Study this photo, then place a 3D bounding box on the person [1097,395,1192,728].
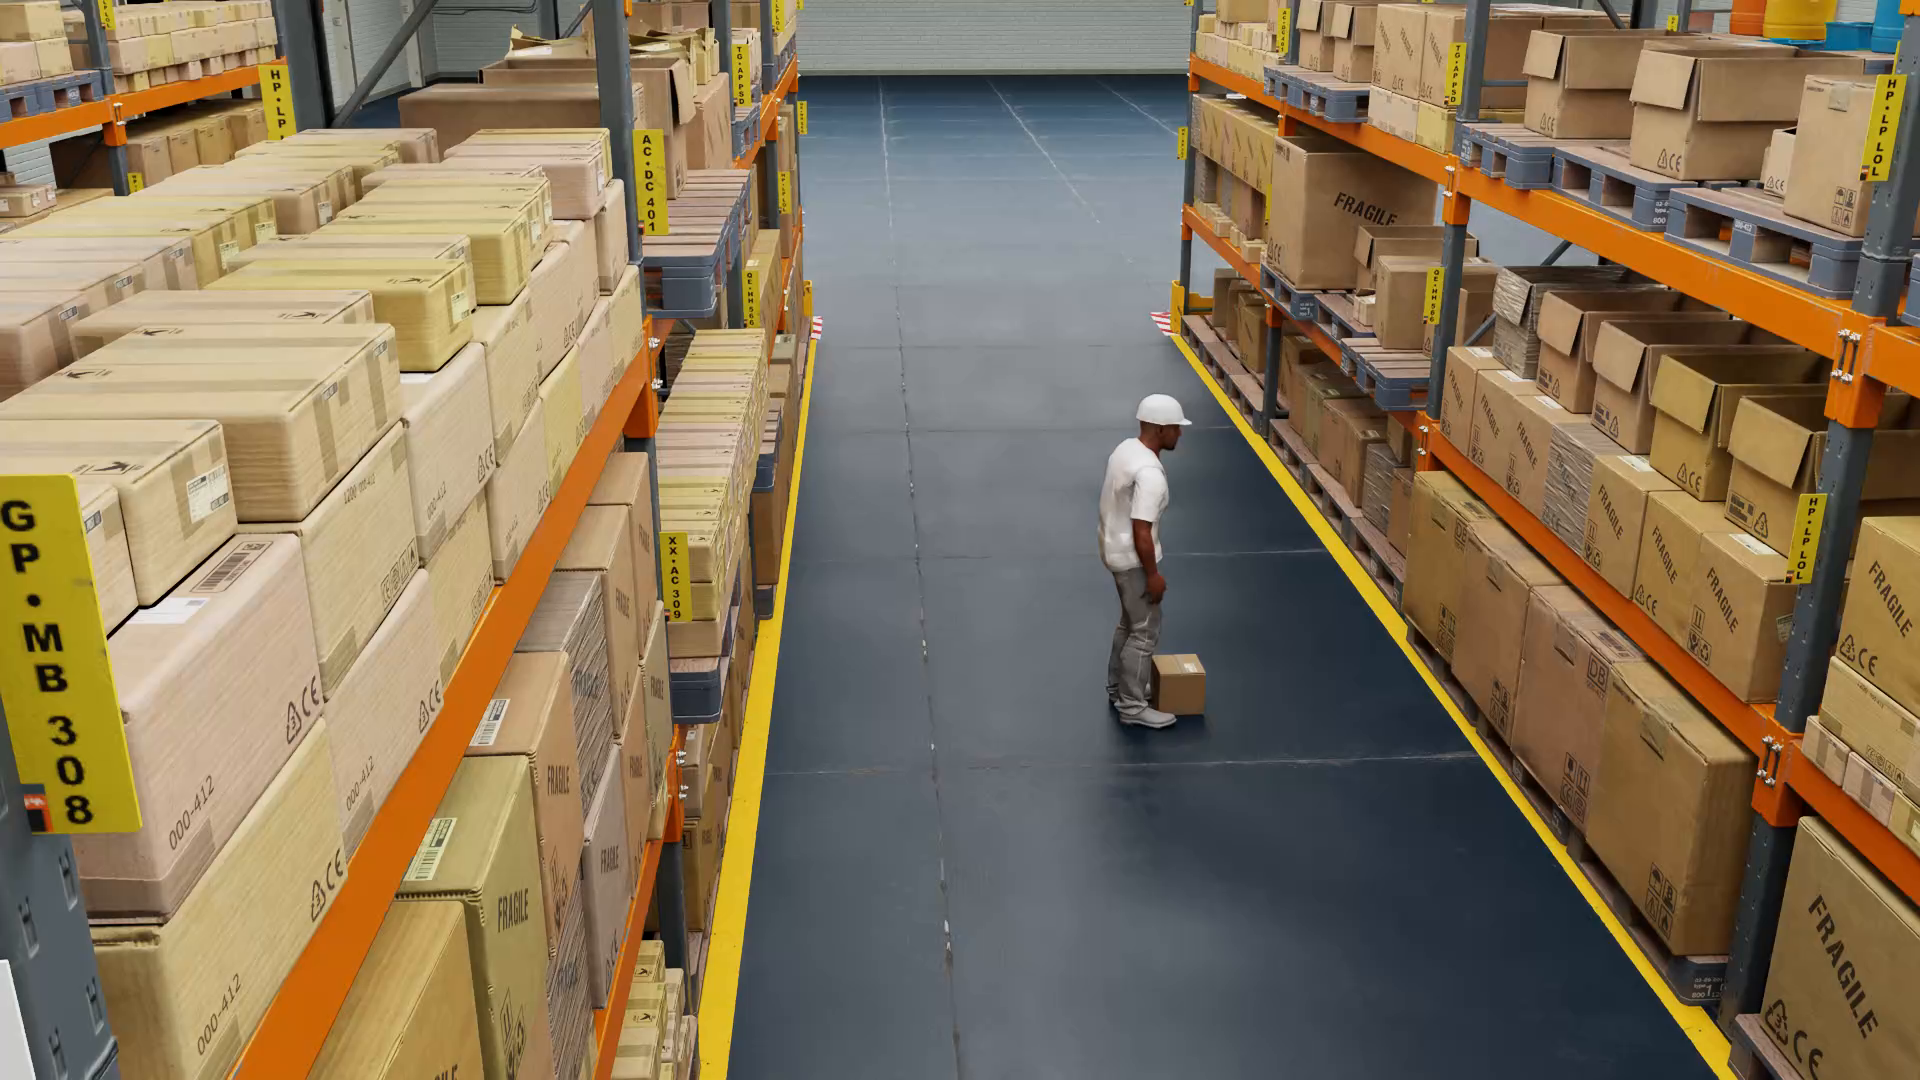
[{"bbox_3d":[0.967,0.092,8.801,0.463,1.760,0.631,-1,20,-4],"label":"person"}]
